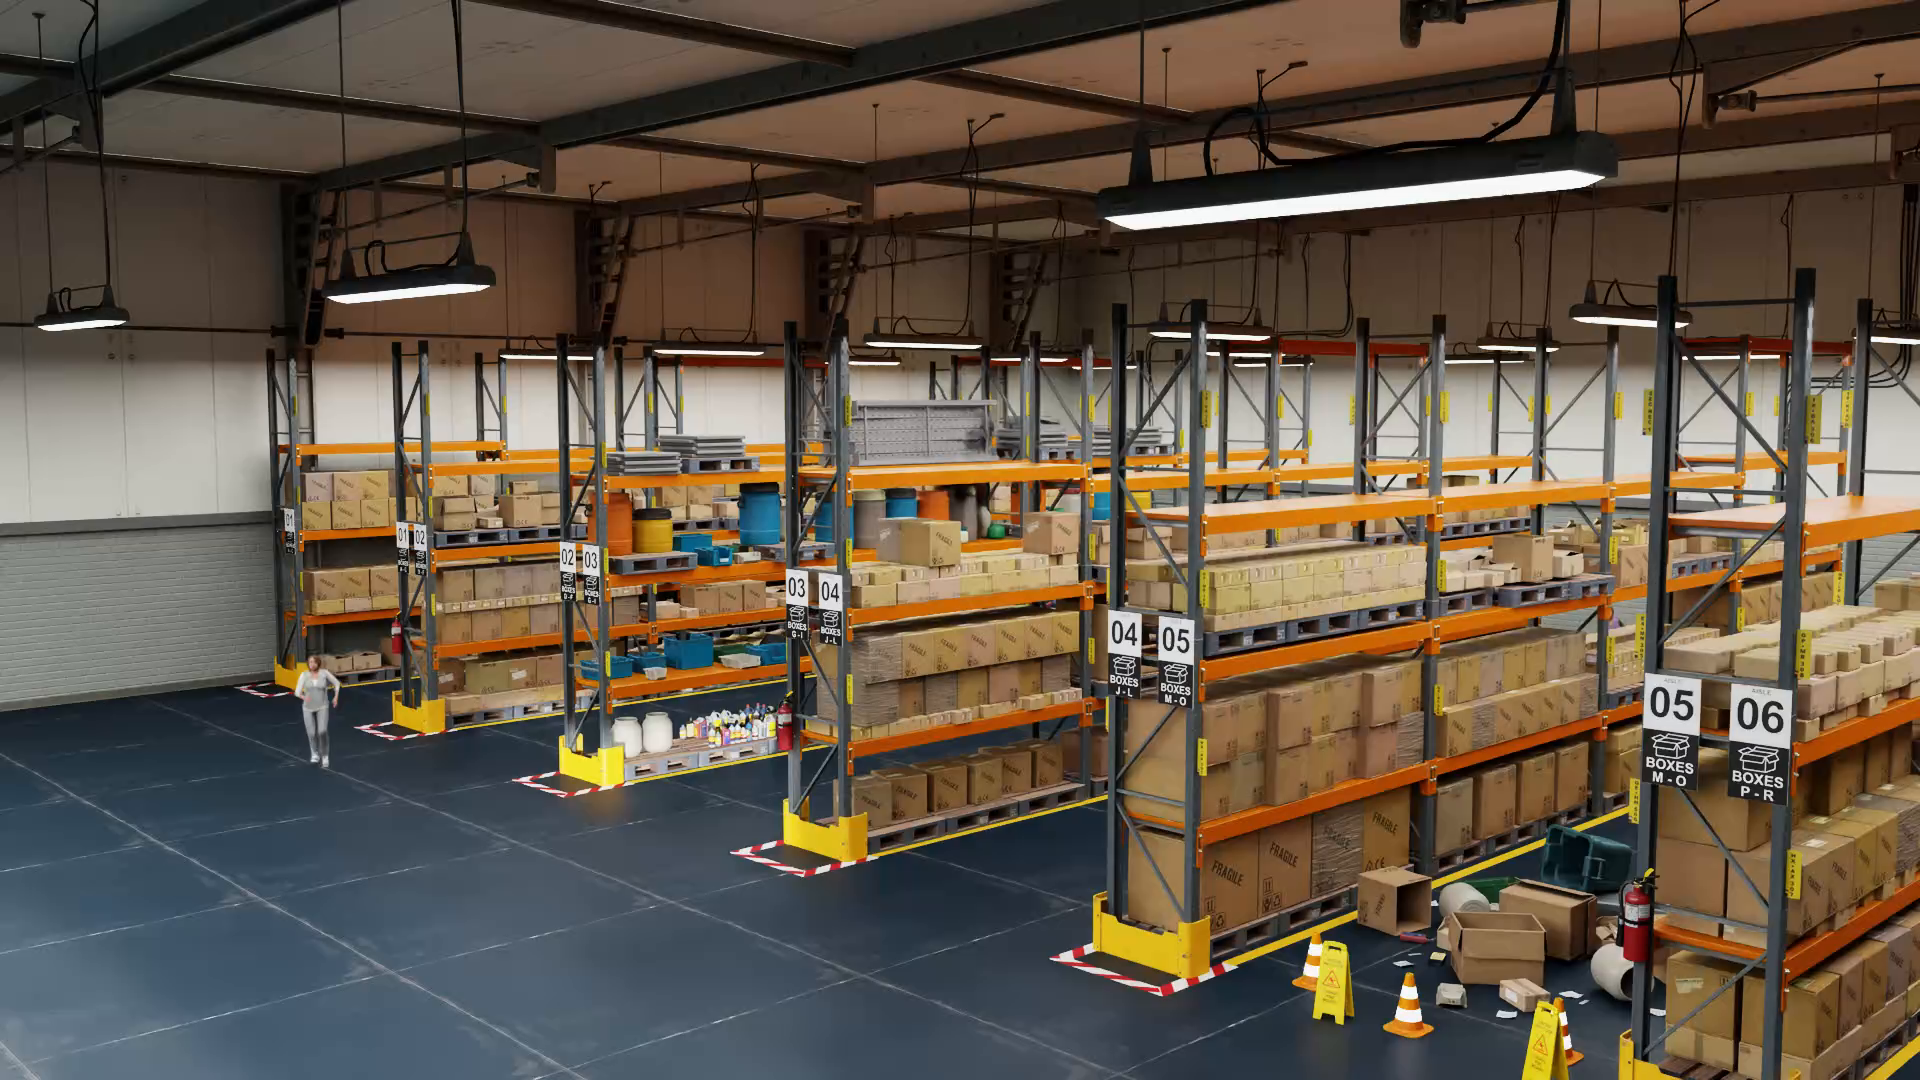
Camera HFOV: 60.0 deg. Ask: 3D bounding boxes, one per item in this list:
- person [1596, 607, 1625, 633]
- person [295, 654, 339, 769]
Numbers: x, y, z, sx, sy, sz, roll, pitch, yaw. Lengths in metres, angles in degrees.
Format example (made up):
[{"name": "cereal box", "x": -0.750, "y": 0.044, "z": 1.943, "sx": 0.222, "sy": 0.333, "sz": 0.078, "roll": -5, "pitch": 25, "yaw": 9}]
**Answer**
[{"name": "person", "x": 11.381, "y": 1.878, "z": 29.005, "sx": 0.596, "sy": 1.536, "sz": 0.581, "roll": 1, "pitch": 5, "yaw": 11}, {"name": "person", "x": -8.916, "y": 2.384, "z": 23.068, "sx": 0.566, "sy": 1.624, "sz": 0.670, "roll": -1, "pitch": 5, "yaw": -16}]
